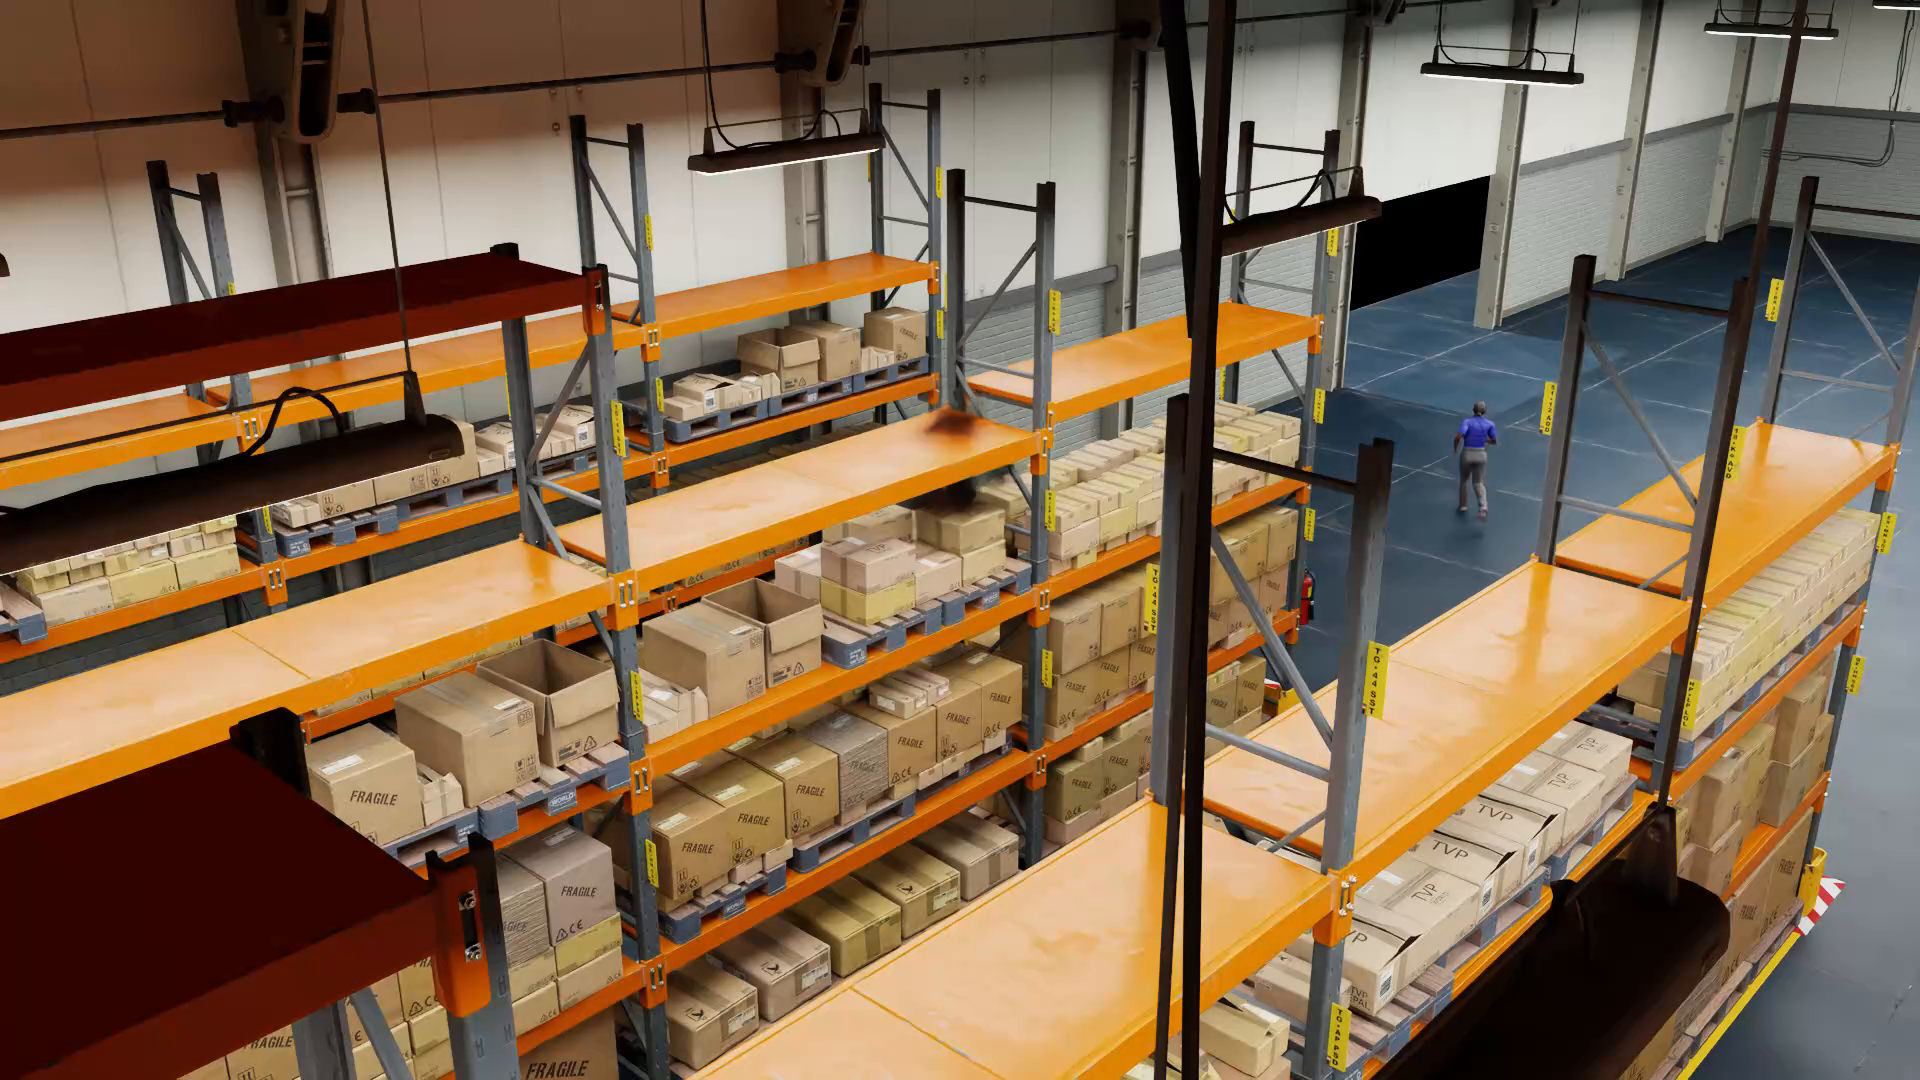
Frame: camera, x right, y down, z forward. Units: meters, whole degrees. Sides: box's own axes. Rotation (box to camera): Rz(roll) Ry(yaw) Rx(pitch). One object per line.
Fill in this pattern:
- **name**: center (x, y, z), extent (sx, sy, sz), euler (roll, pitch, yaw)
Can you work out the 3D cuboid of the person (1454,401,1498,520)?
- **person**: center (6.946, -1.061, 22.499), extent (0.589, 1.664, 0.918), euler (3, 21, 9)
